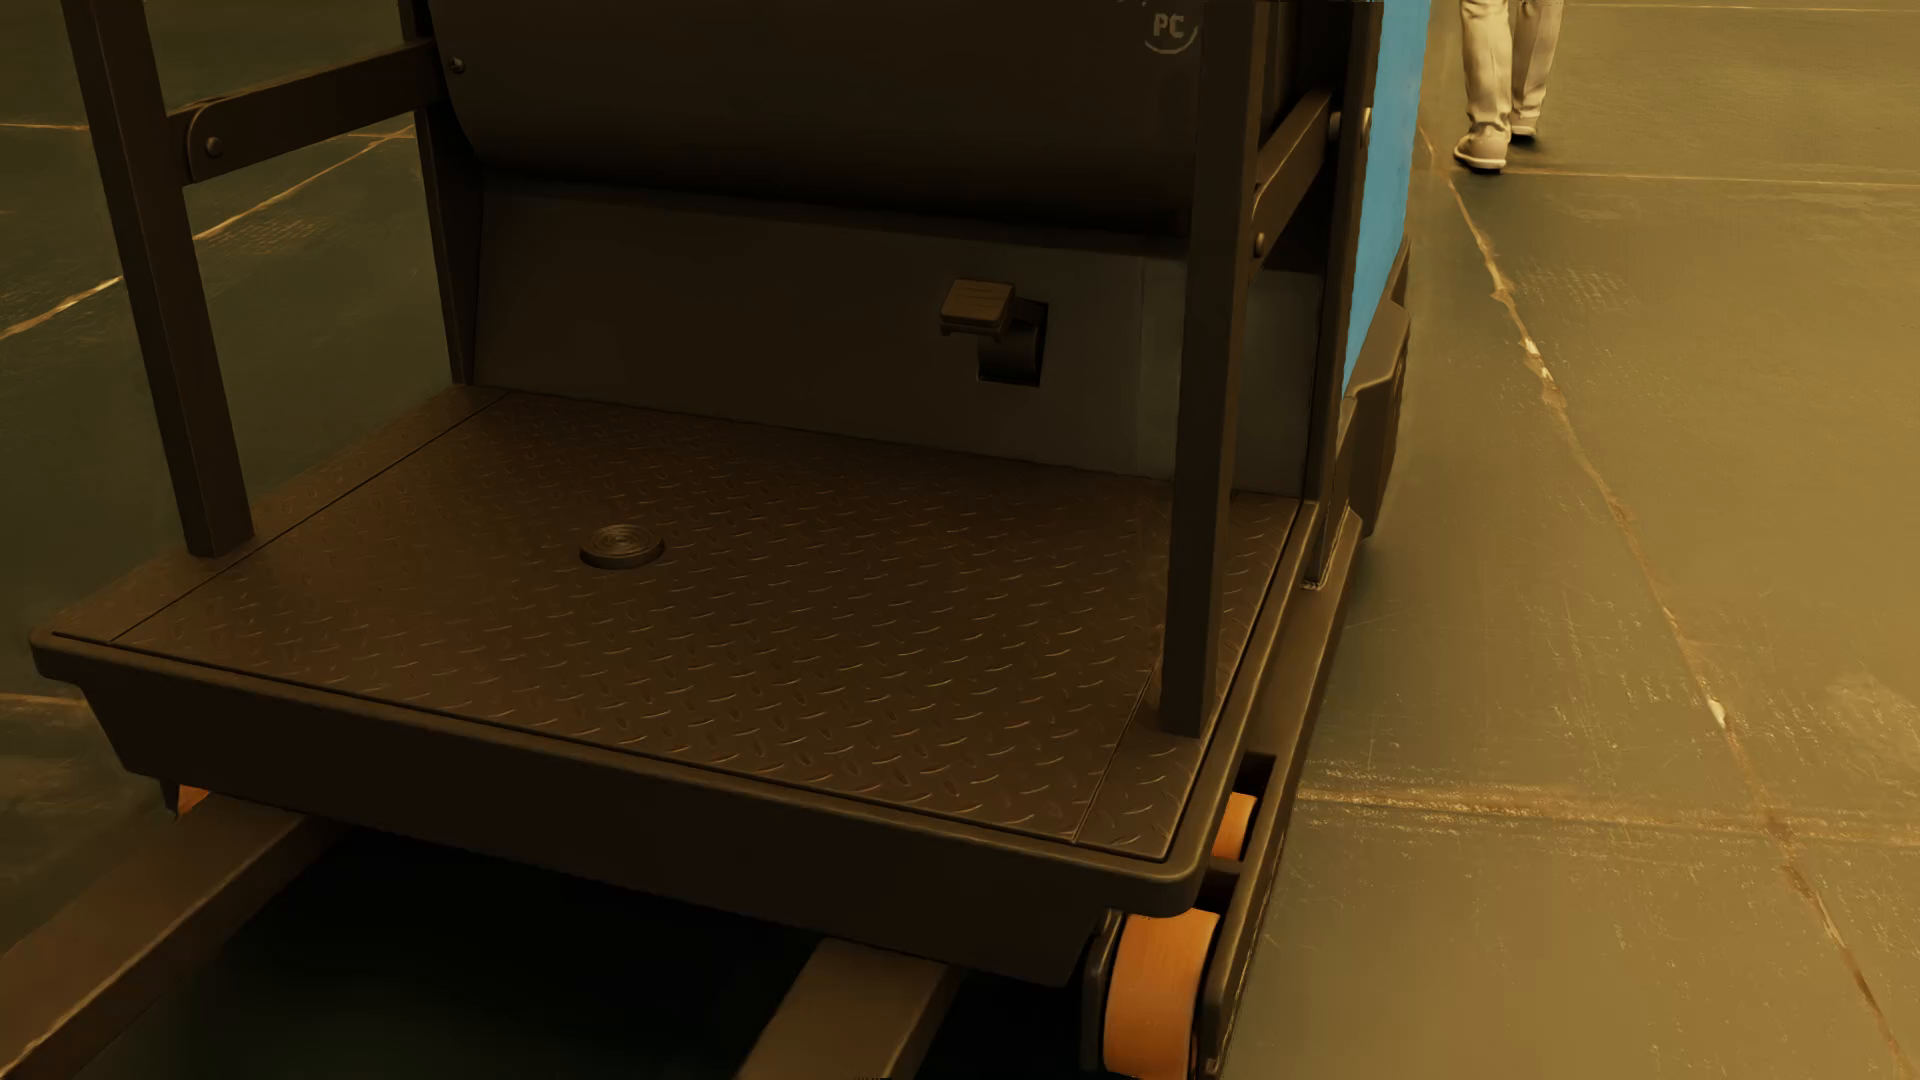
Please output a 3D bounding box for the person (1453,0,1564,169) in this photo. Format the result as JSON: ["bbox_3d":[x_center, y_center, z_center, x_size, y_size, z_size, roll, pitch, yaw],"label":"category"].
[{"bbox_3d":[1.539,-1.839,4.390,0.919,1.667,0.660,2,27,4],"label":"person"}]

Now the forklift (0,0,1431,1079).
[{"bbox_3d":[-0.193,-1.023,1.267,1.130,2.935,3.031,9,28,17],"label":"forklift"}]
